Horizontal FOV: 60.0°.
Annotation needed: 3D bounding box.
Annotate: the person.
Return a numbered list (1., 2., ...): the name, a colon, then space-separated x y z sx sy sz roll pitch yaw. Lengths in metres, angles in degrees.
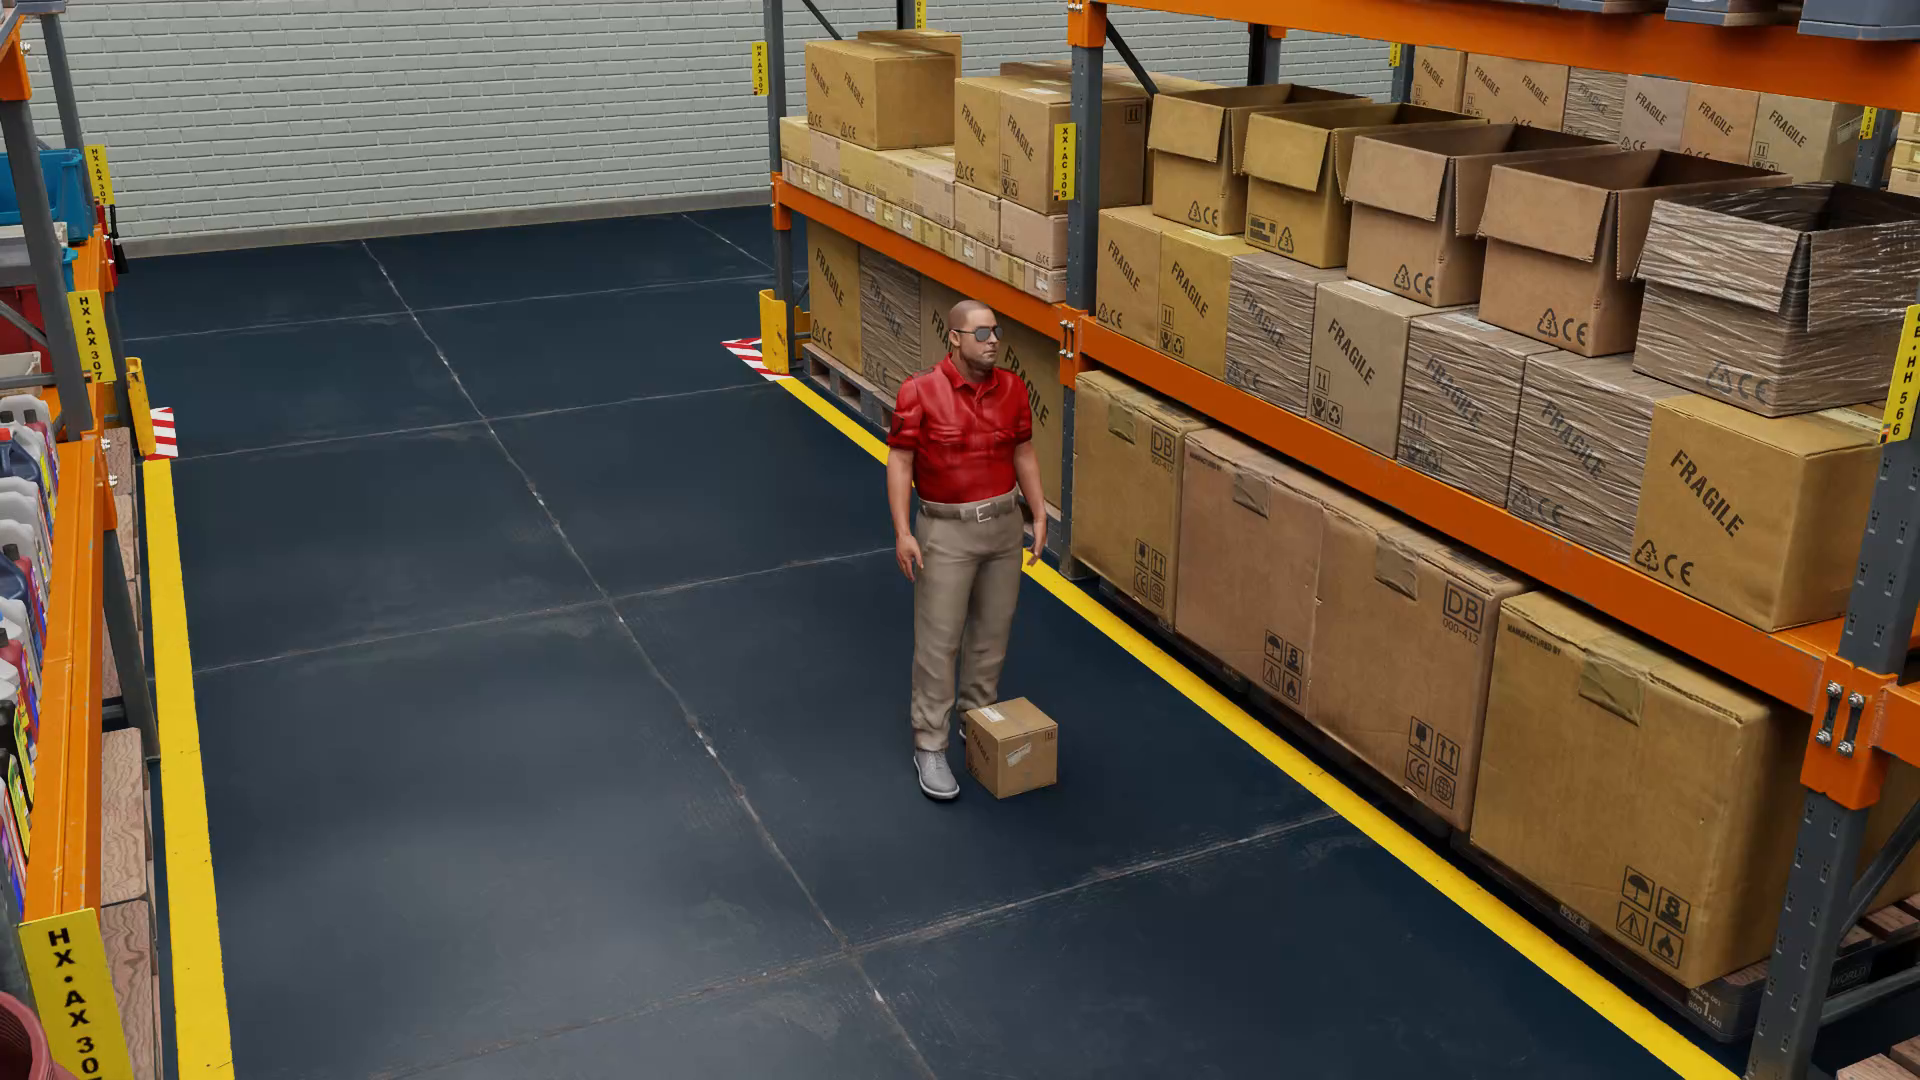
1. person: 0.070 0.015 6.049 0.642 1.729 0.550 -11 24 -25
